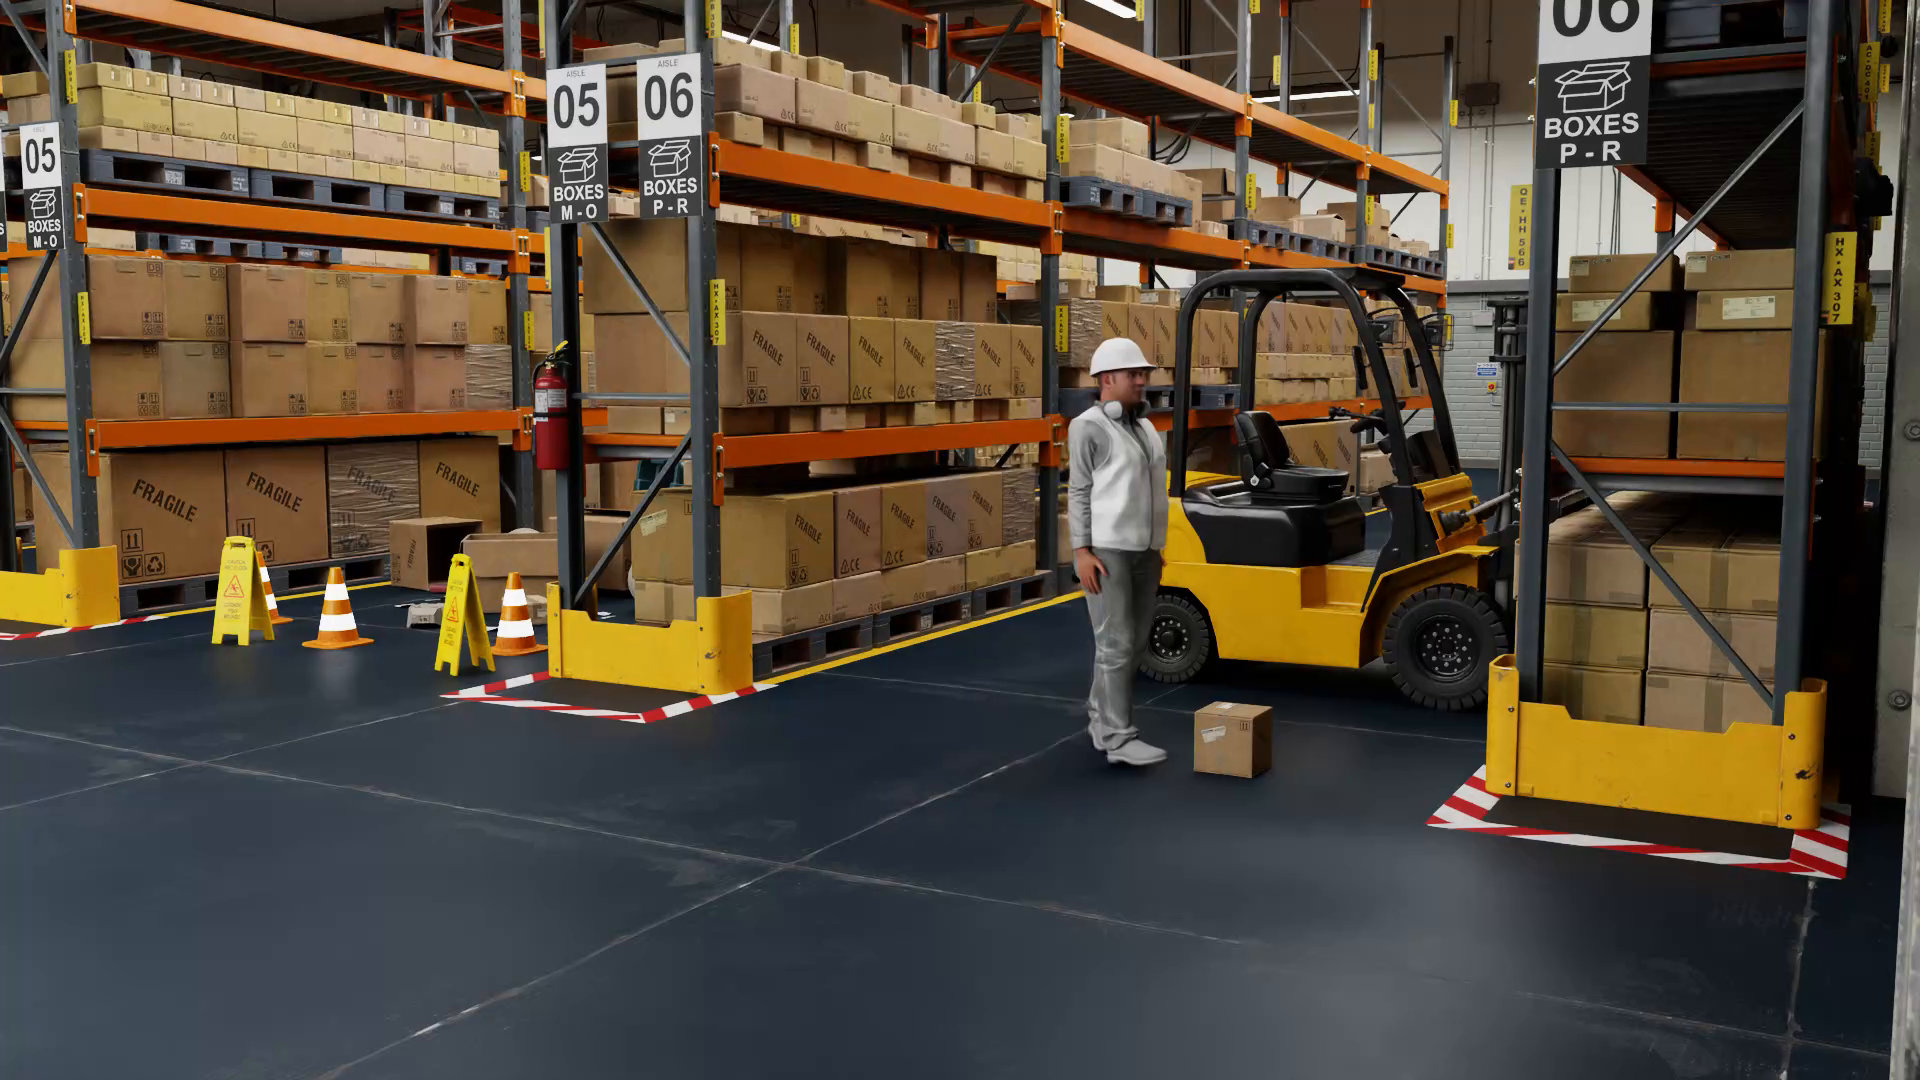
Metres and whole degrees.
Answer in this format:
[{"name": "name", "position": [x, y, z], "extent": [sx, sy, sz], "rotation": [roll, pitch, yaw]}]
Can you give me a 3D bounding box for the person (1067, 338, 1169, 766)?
[{"name": "person", "position": [0.693, 0.041, 7.017], "extent": [0.618, 1.778, 0.547], "rotation": [6, 8, 44]}]
